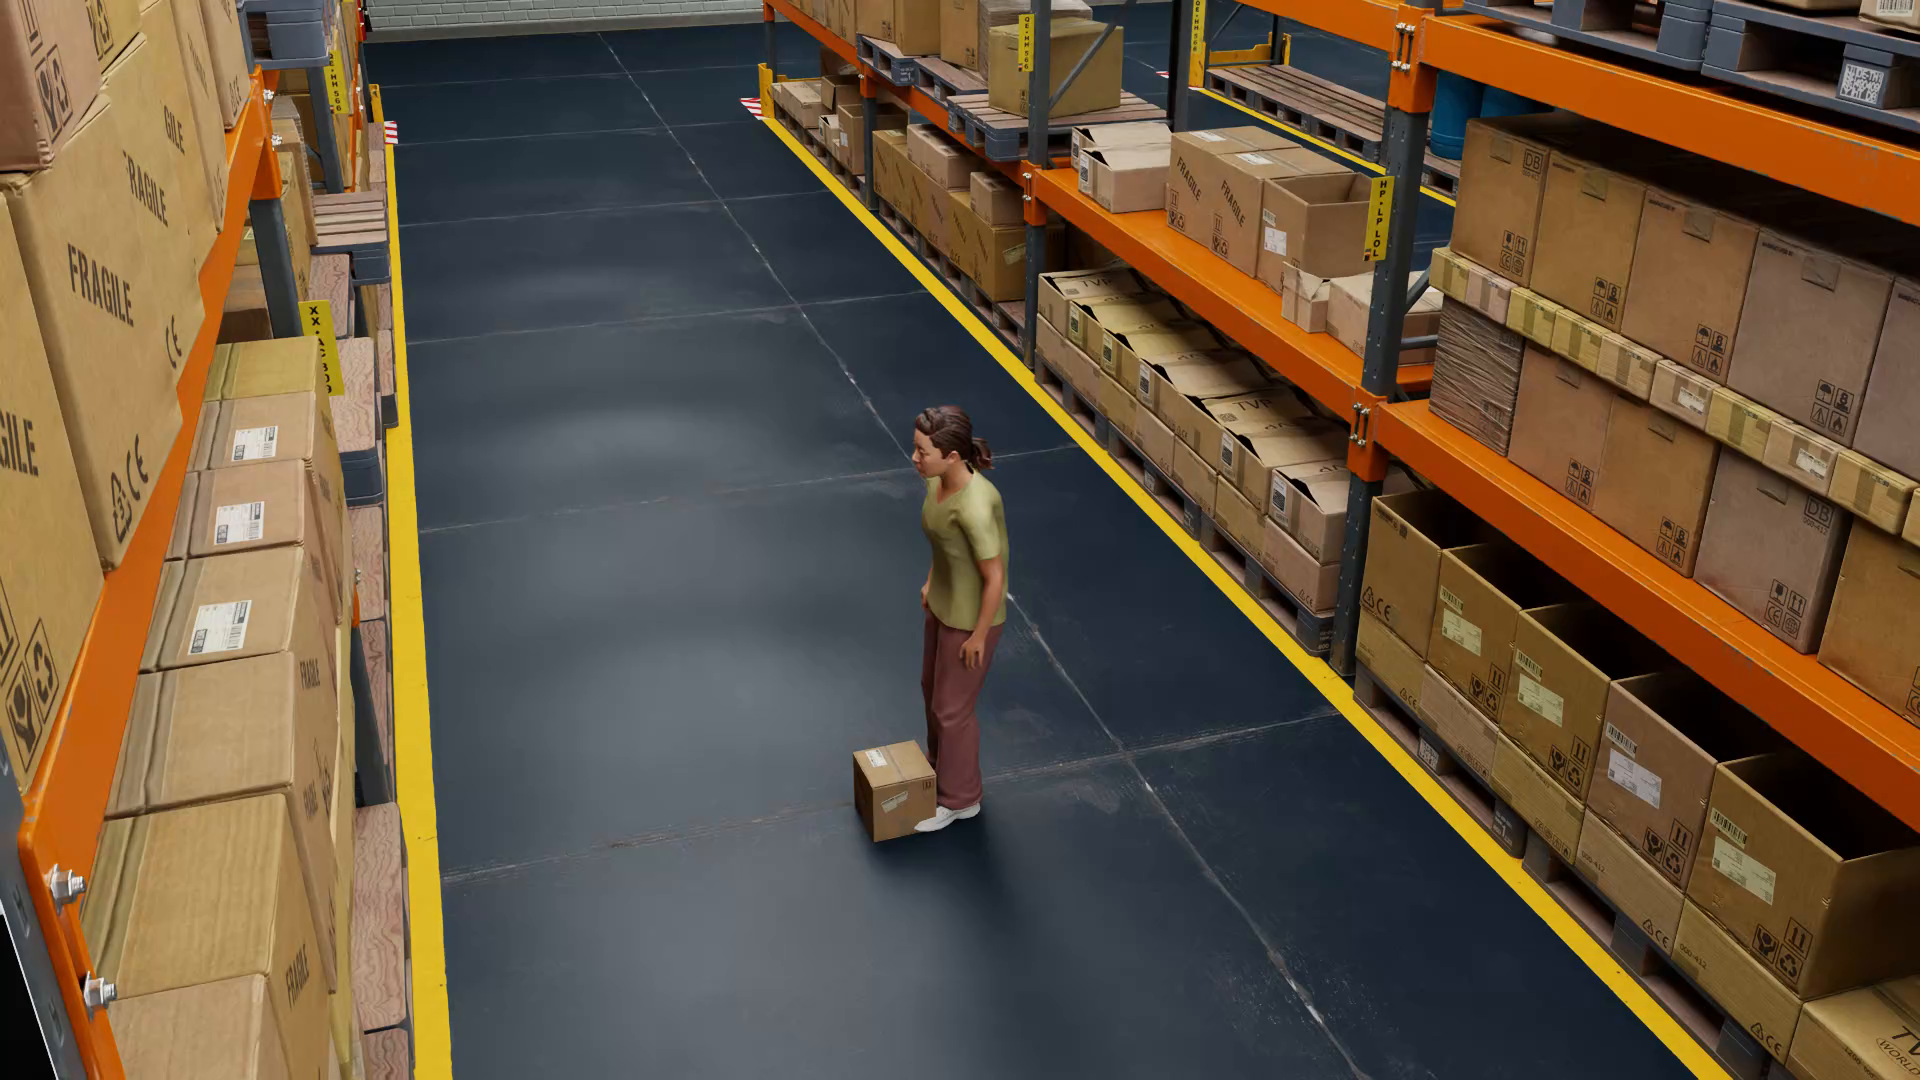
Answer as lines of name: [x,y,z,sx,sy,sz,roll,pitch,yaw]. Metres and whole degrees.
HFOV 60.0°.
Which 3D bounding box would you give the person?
person: [-0.040,0.281,6.051,0.407,1.673,0.515,-9,28,-18]
